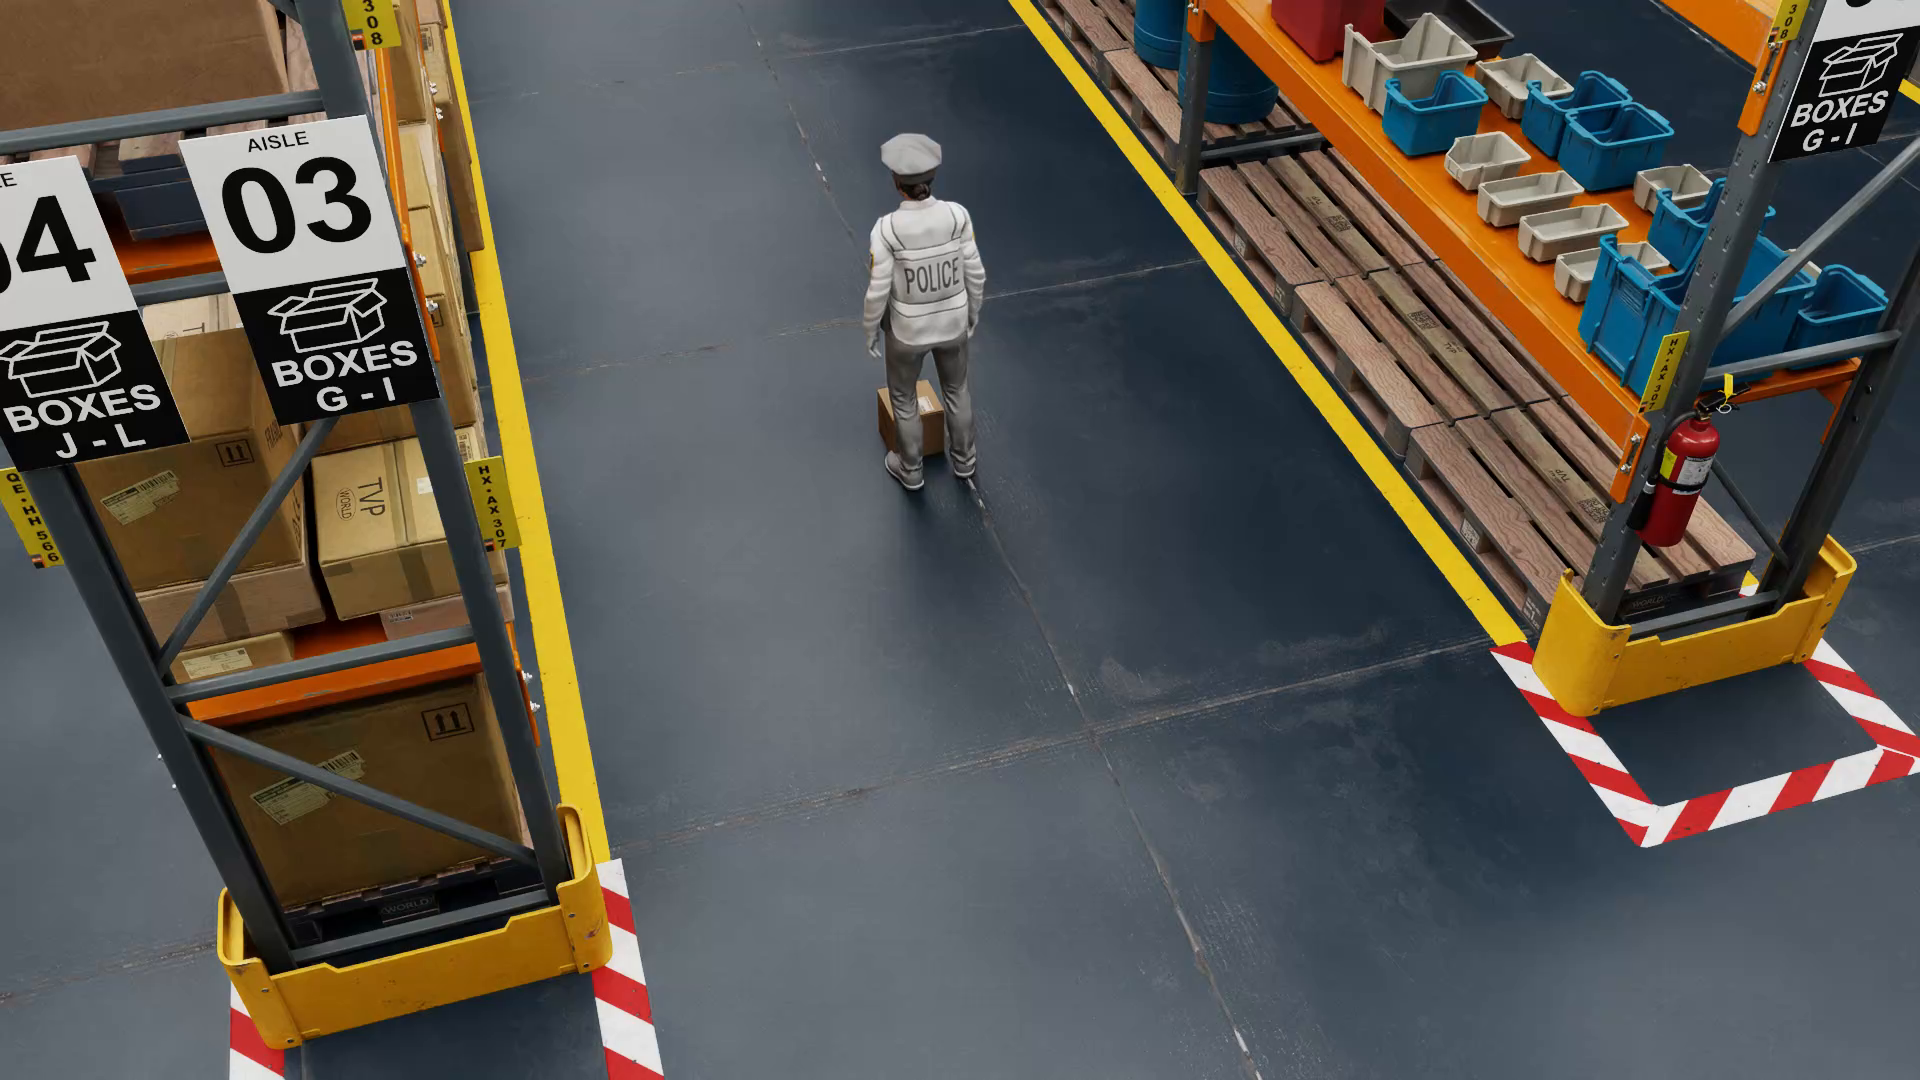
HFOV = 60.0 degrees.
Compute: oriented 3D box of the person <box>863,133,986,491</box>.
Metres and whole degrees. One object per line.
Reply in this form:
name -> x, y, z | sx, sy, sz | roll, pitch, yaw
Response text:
person -> -0.157, -0.930, 7.173 | 0.539, 1.663, 0.376 | -13, 44, -14
